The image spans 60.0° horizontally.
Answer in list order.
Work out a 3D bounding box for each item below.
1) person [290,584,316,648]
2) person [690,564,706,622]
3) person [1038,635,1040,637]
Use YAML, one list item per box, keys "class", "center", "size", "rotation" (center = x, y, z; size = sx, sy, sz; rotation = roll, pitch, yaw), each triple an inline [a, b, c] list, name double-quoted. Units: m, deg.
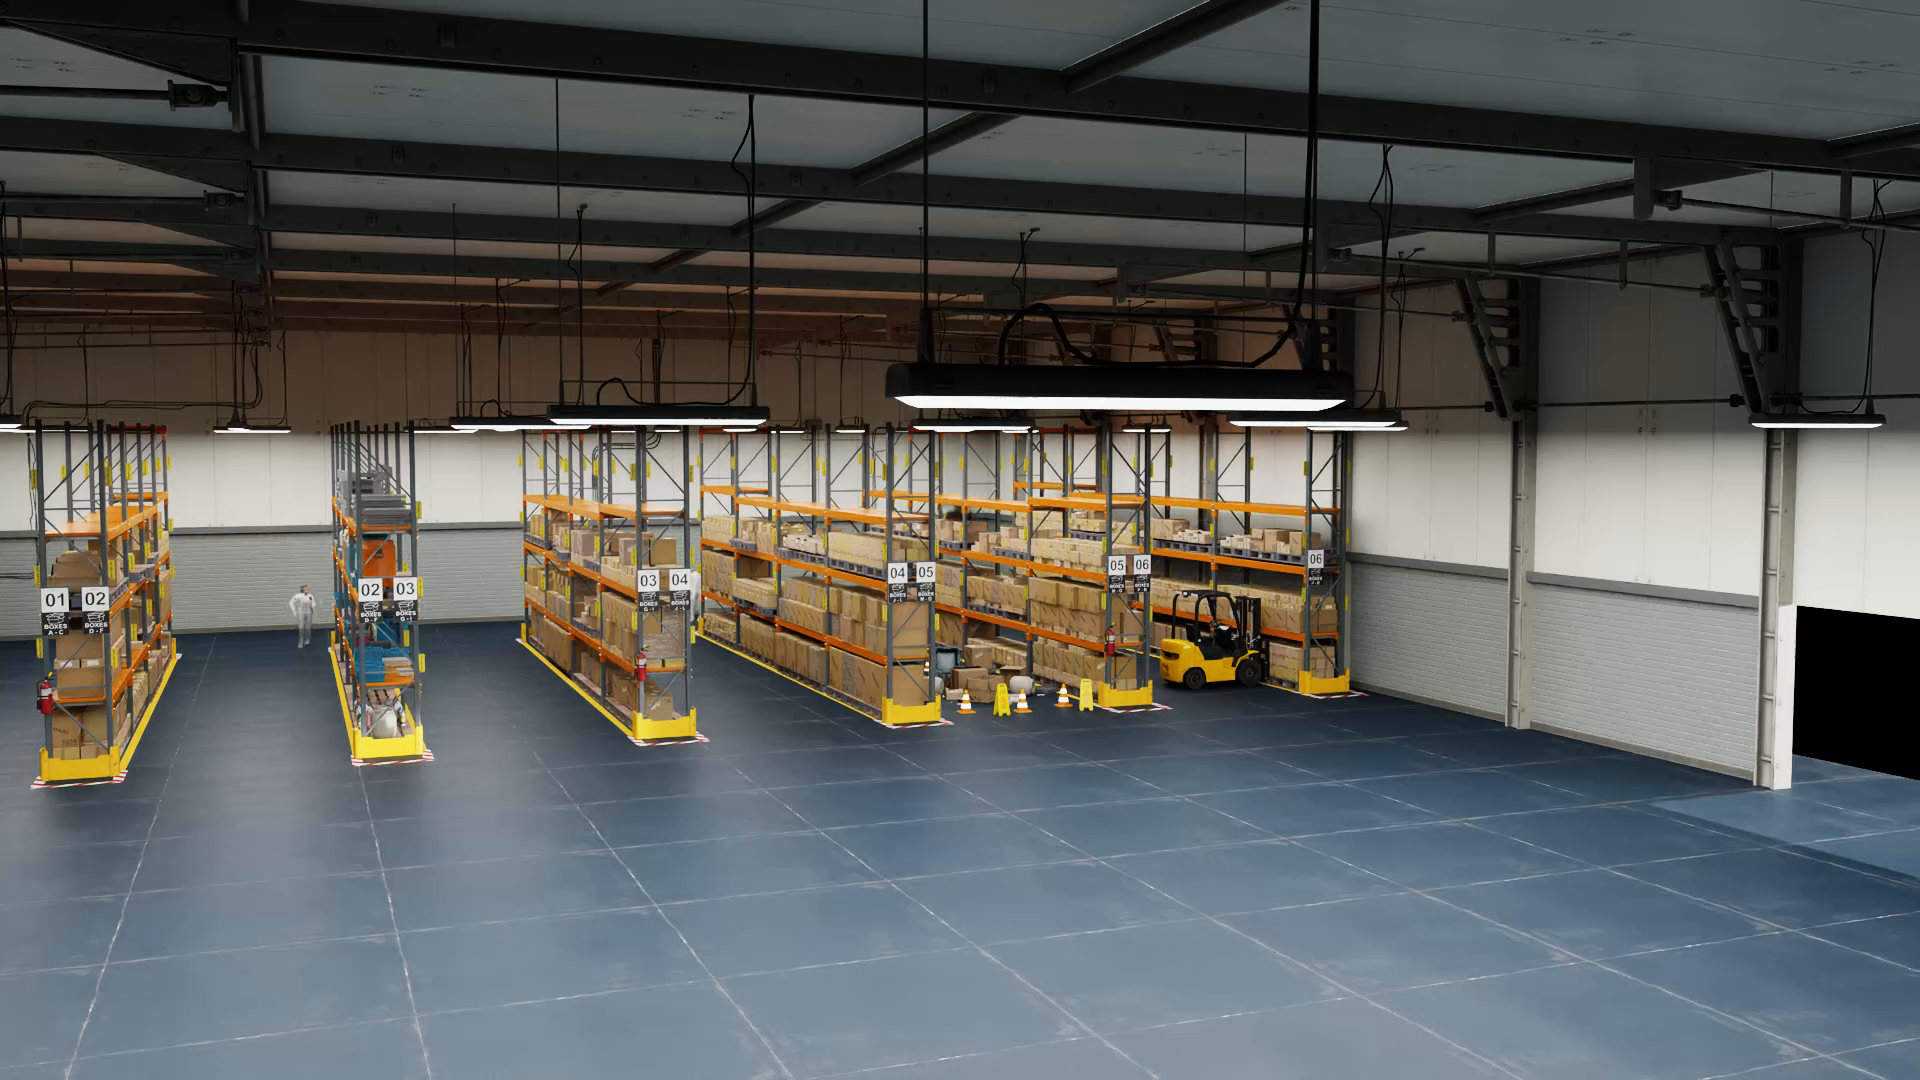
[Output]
- class: "person"
  center: [-17.866, 2.068, 45.258]
  size: [0.660, 1.740, 0.785]
  rotation: [-2, 4, -24]
- class: "person"
  center: [-8.127, 1.638, 51.353]
  size: [0.641, 1.784, 0.445]
  rotation: [0, 4, -6]
- class: "person"
  center: [2.125, 2.071, 43.678]
  size: [0.672, 1.747, 0.663]
  rotation: [-2, 4, -23]
